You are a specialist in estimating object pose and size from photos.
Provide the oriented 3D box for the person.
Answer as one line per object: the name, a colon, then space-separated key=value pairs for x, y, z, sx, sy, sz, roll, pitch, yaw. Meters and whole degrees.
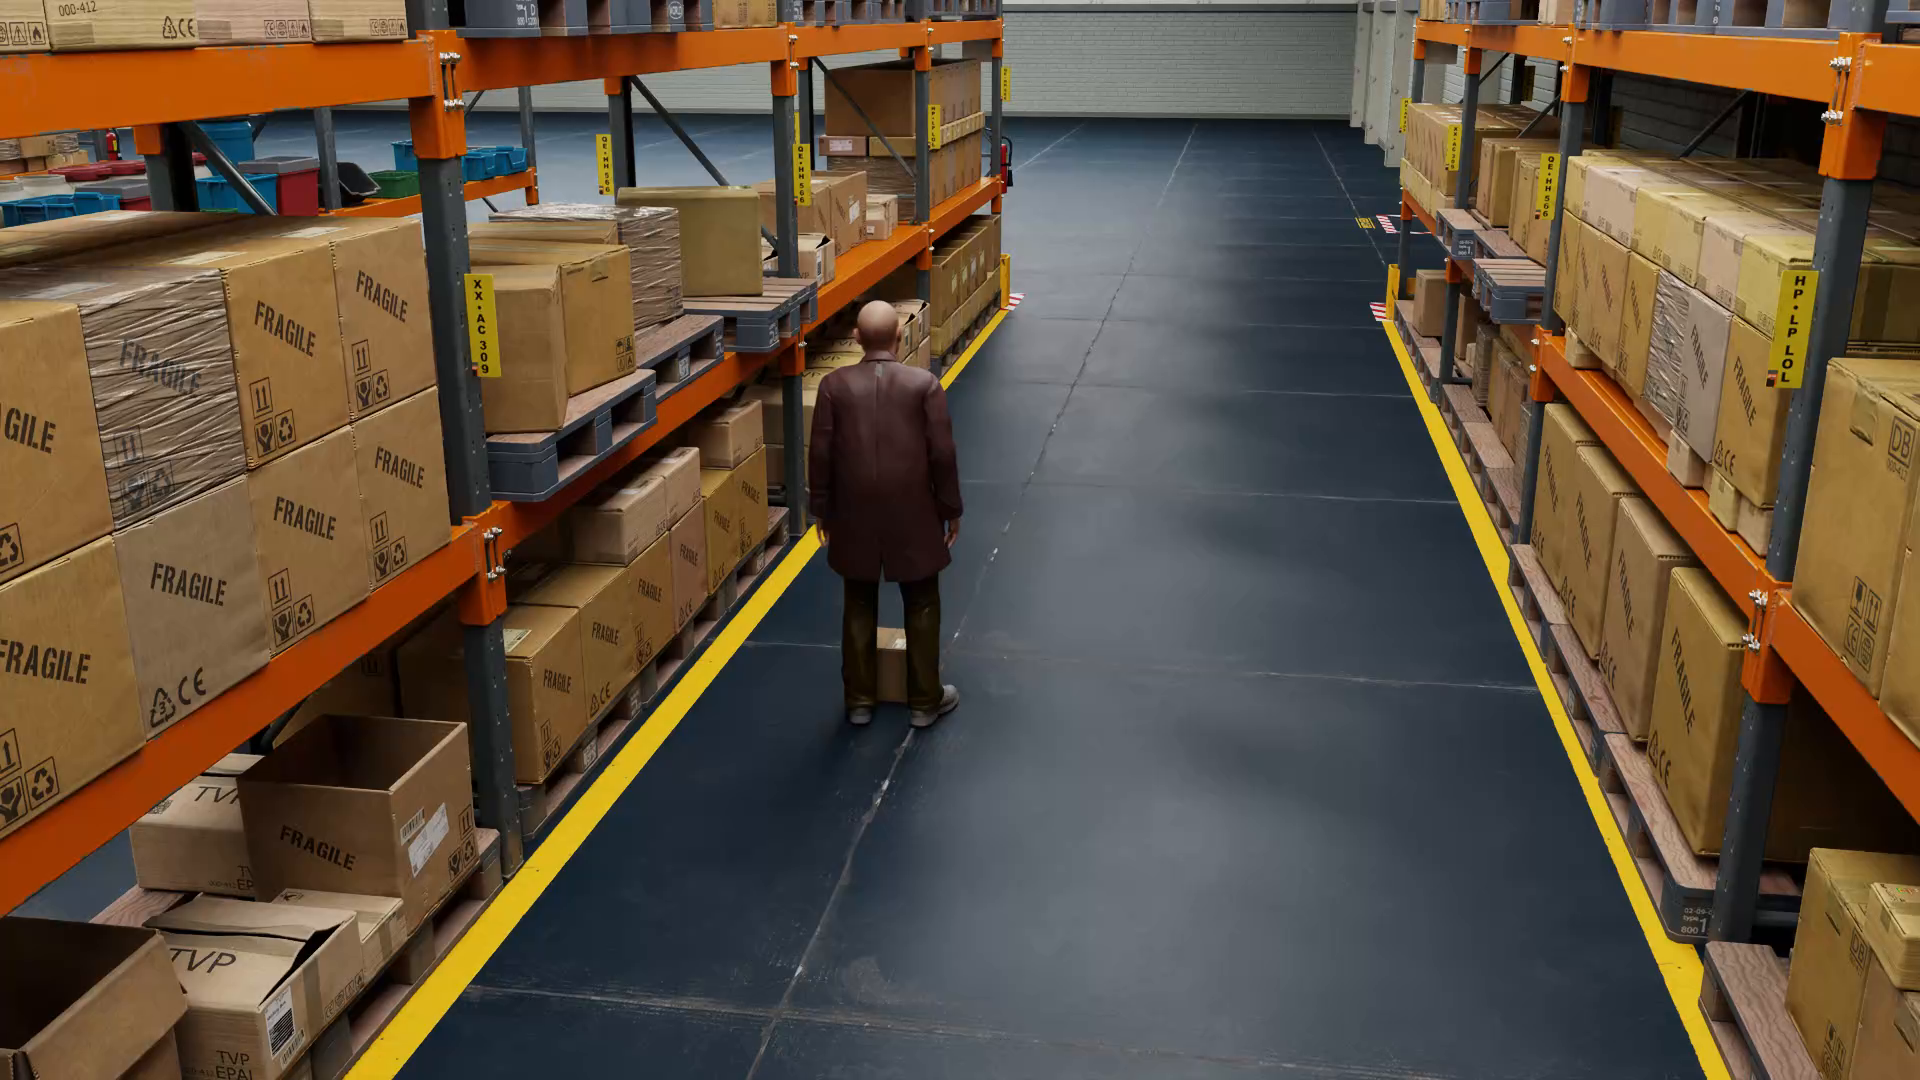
person: x=-0.308 y=-0.101 z=6.895 sx=0.647 sy=1.773 sz=0.418 roll=2 pitch=18 yaw=6
